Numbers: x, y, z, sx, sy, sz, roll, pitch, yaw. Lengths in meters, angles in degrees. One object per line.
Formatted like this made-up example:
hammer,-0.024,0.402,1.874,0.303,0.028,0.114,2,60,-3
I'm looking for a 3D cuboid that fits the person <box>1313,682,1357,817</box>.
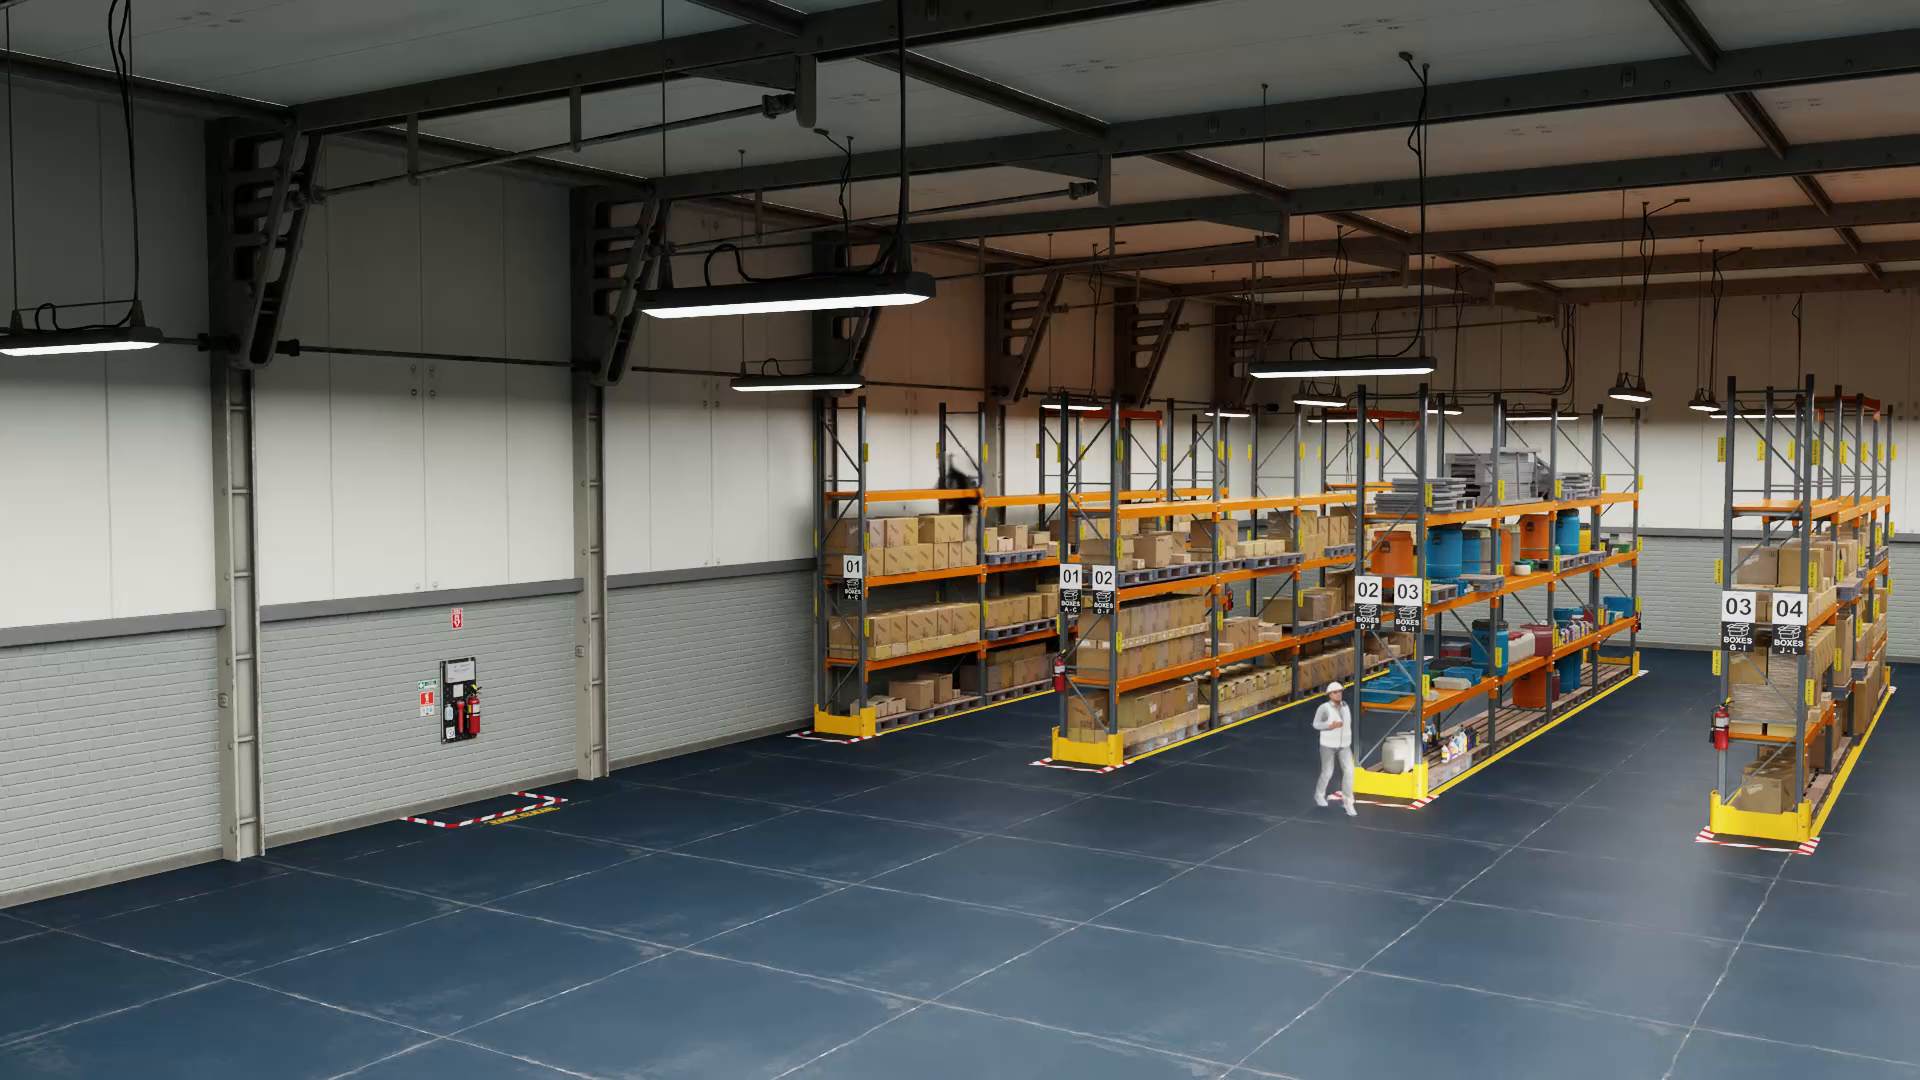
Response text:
person,5.211,2.896,23.154,0.656,1.835,0.751,-1,3,-13
